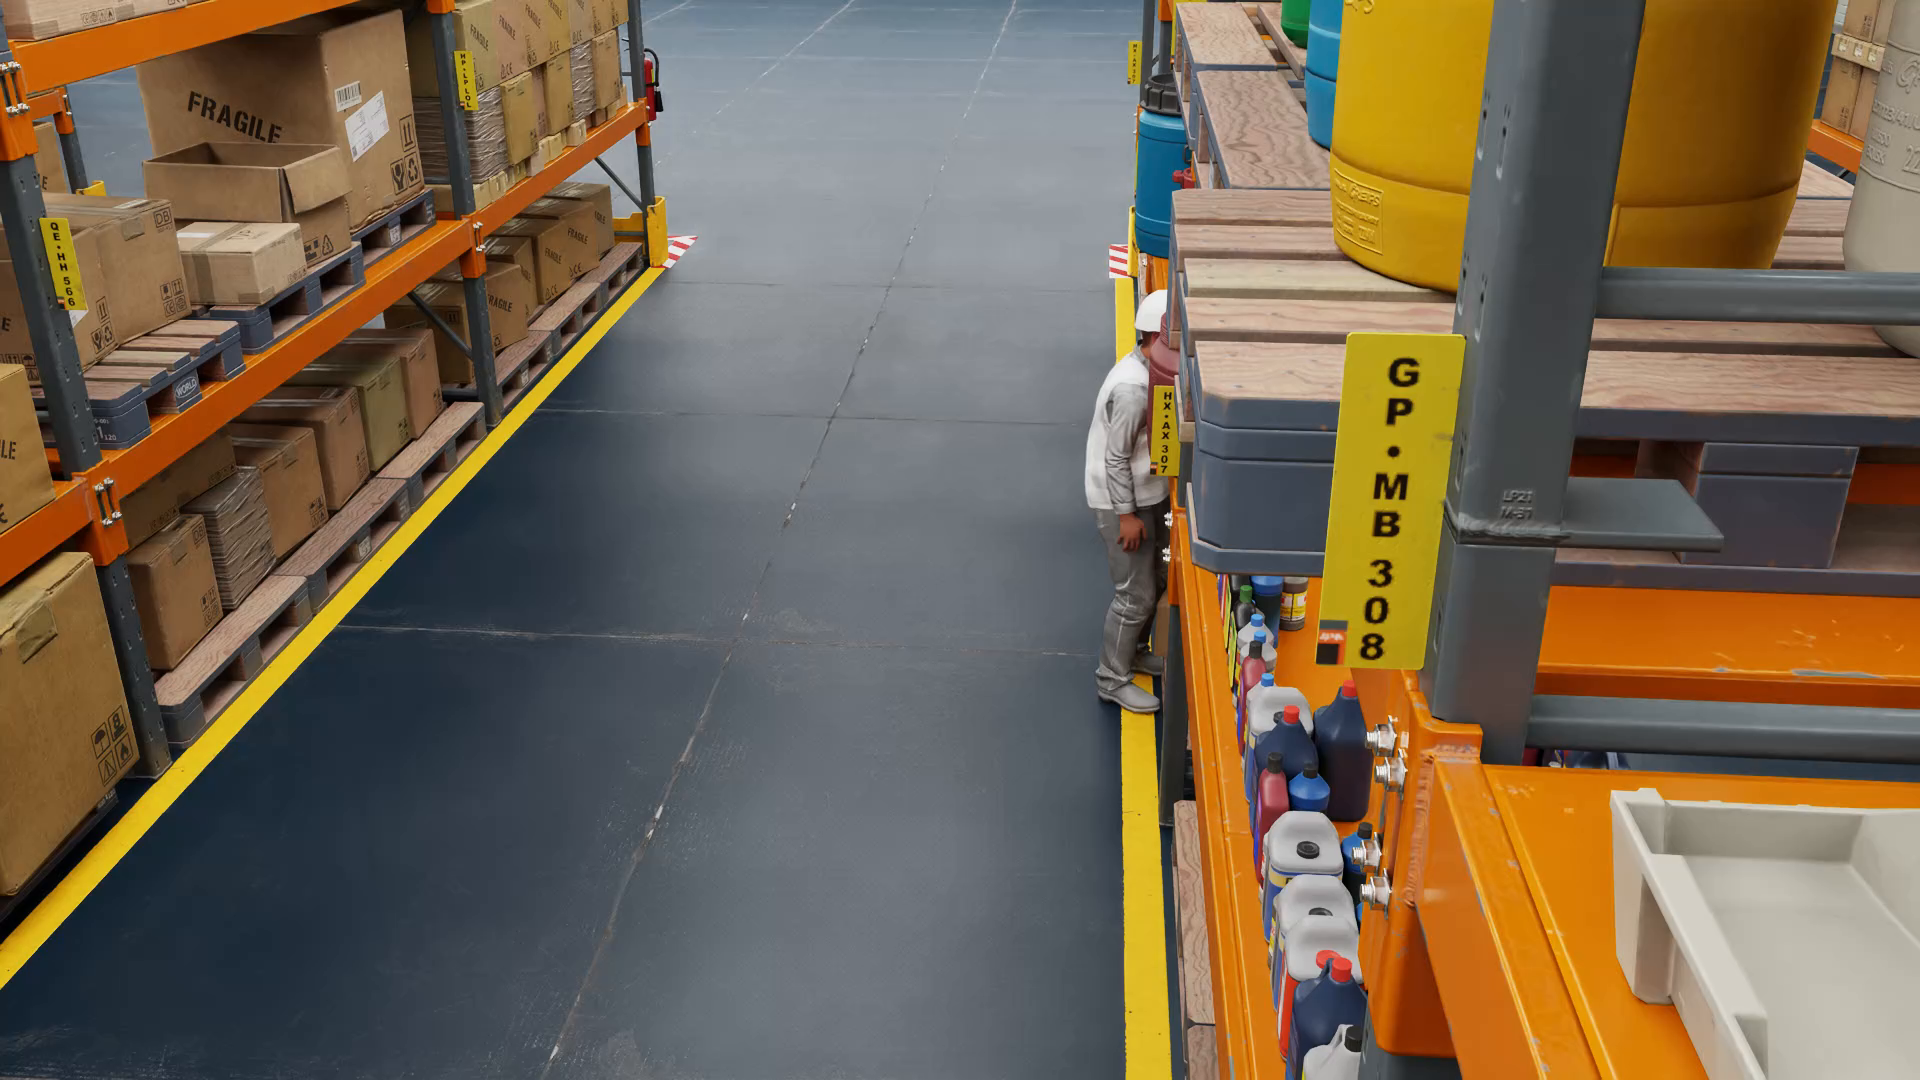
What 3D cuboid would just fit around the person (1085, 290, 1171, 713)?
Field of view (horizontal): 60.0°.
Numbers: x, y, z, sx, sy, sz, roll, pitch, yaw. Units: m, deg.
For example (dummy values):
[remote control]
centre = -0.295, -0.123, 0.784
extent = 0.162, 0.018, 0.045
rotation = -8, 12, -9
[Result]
[person]
centre = 0.760, -0.182, 6.975
extent = 0.464, 1.771, 0.580
rotation = 10, 26, 20
